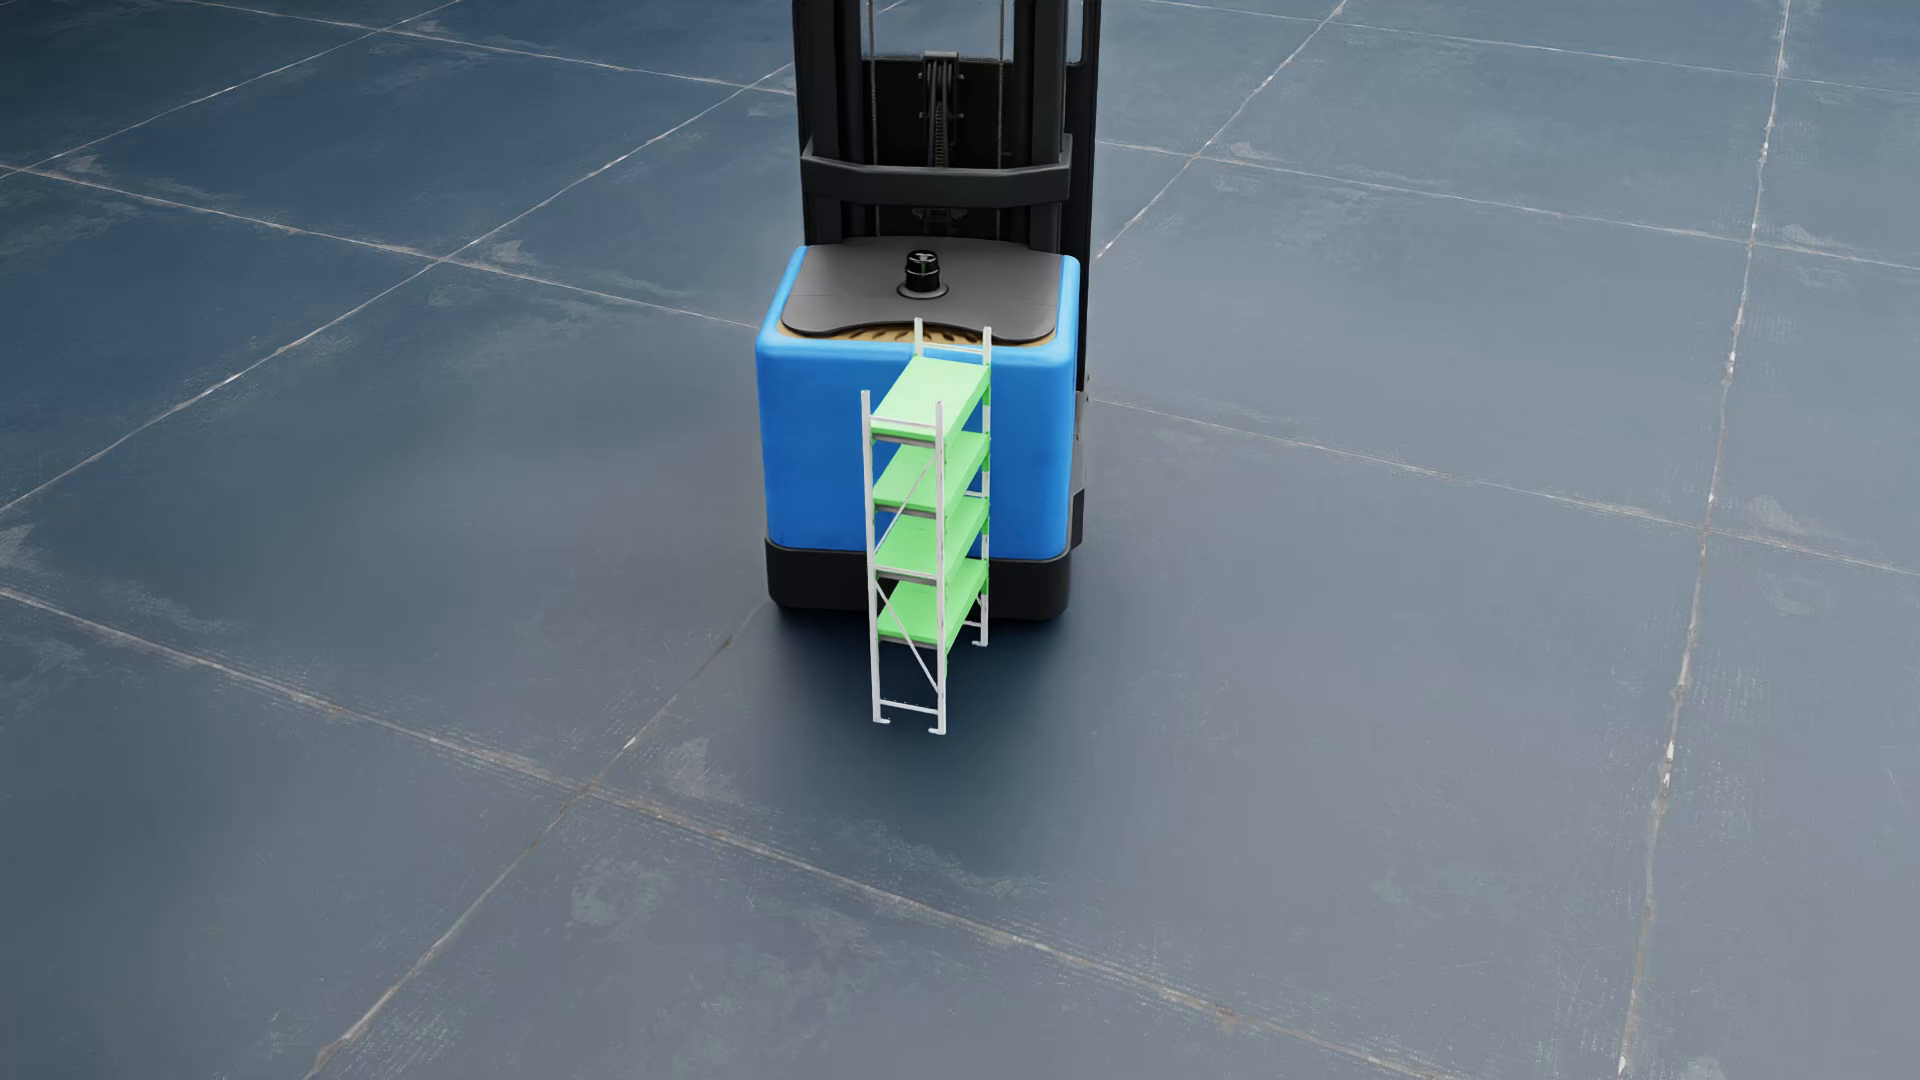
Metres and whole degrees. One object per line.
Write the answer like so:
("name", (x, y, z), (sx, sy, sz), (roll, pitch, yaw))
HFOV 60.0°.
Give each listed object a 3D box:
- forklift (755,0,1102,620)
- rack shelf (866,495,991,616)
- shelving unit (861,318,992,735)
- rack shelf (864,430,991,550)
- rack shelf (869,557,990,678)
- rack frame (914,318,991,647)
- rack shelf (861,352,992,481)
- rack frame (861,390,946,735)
("forklift", (-0.024, -1.738, 6.228), (1.130, 2.935, 3.031), (3, 33, 4))
("rack shelf", (-0.093, 0.024, 5.236), (0.258, 0.148, 0.480), (9, 34, 14))
("shelving unit", (-0.093, -0.029, 5.201), (0.258, 1.200, 0.503), (9, 34, 14))
("rack shelf", (-0.093, -0.177, 5.104), (0.258, 0.148, 0.480), (9, 34, 14))
("rack shelf", (-0.093, 0.225, 5.367), (0.258, 0.148, 0.480), (9, 34, 14))
("rack frame", (-0.023, -0.158, 5.396), (0.240, 1.200, 0.015), (9, 34, 14))
("rack shelf", (-0.093, -0.377, 4.972), (0.258, 0.148, 0.480), (9, 34, 14))
("rack frame", (-0.162, 0.099, 5.005), (0.240, 1.200, 0.015), (9, 34, 14))
